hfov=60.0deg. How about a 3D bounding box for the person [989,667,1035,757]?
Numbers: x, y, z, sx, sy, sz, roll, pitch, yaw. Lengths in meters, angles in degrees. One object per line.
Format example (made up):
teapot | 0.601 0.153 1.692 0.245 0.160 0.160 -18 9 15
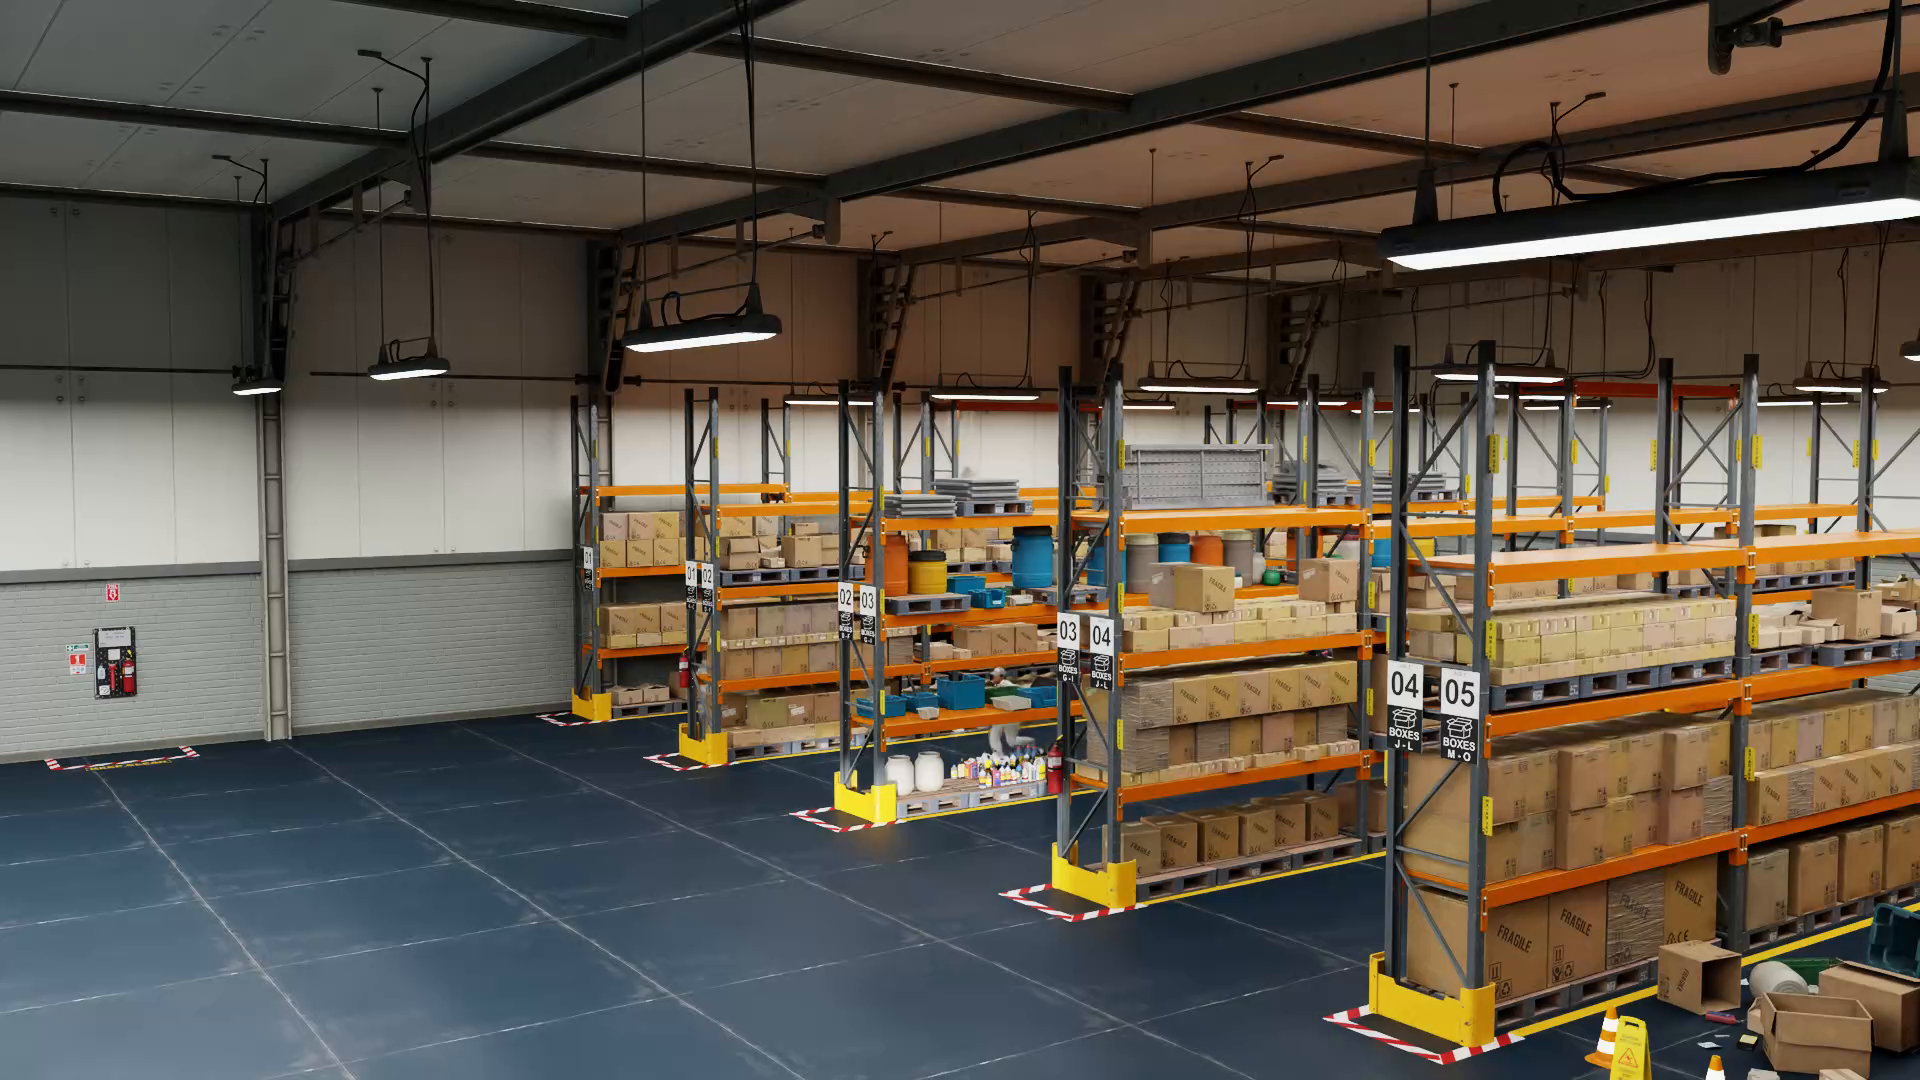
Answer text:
person | 0.776 2.810 26.117 0.879 1.660 0.611 -3 4 -37

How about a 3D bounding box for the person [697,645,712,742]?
person | -4.287 2.634 28.654 0.624 1.661 0.661 3 4 40
